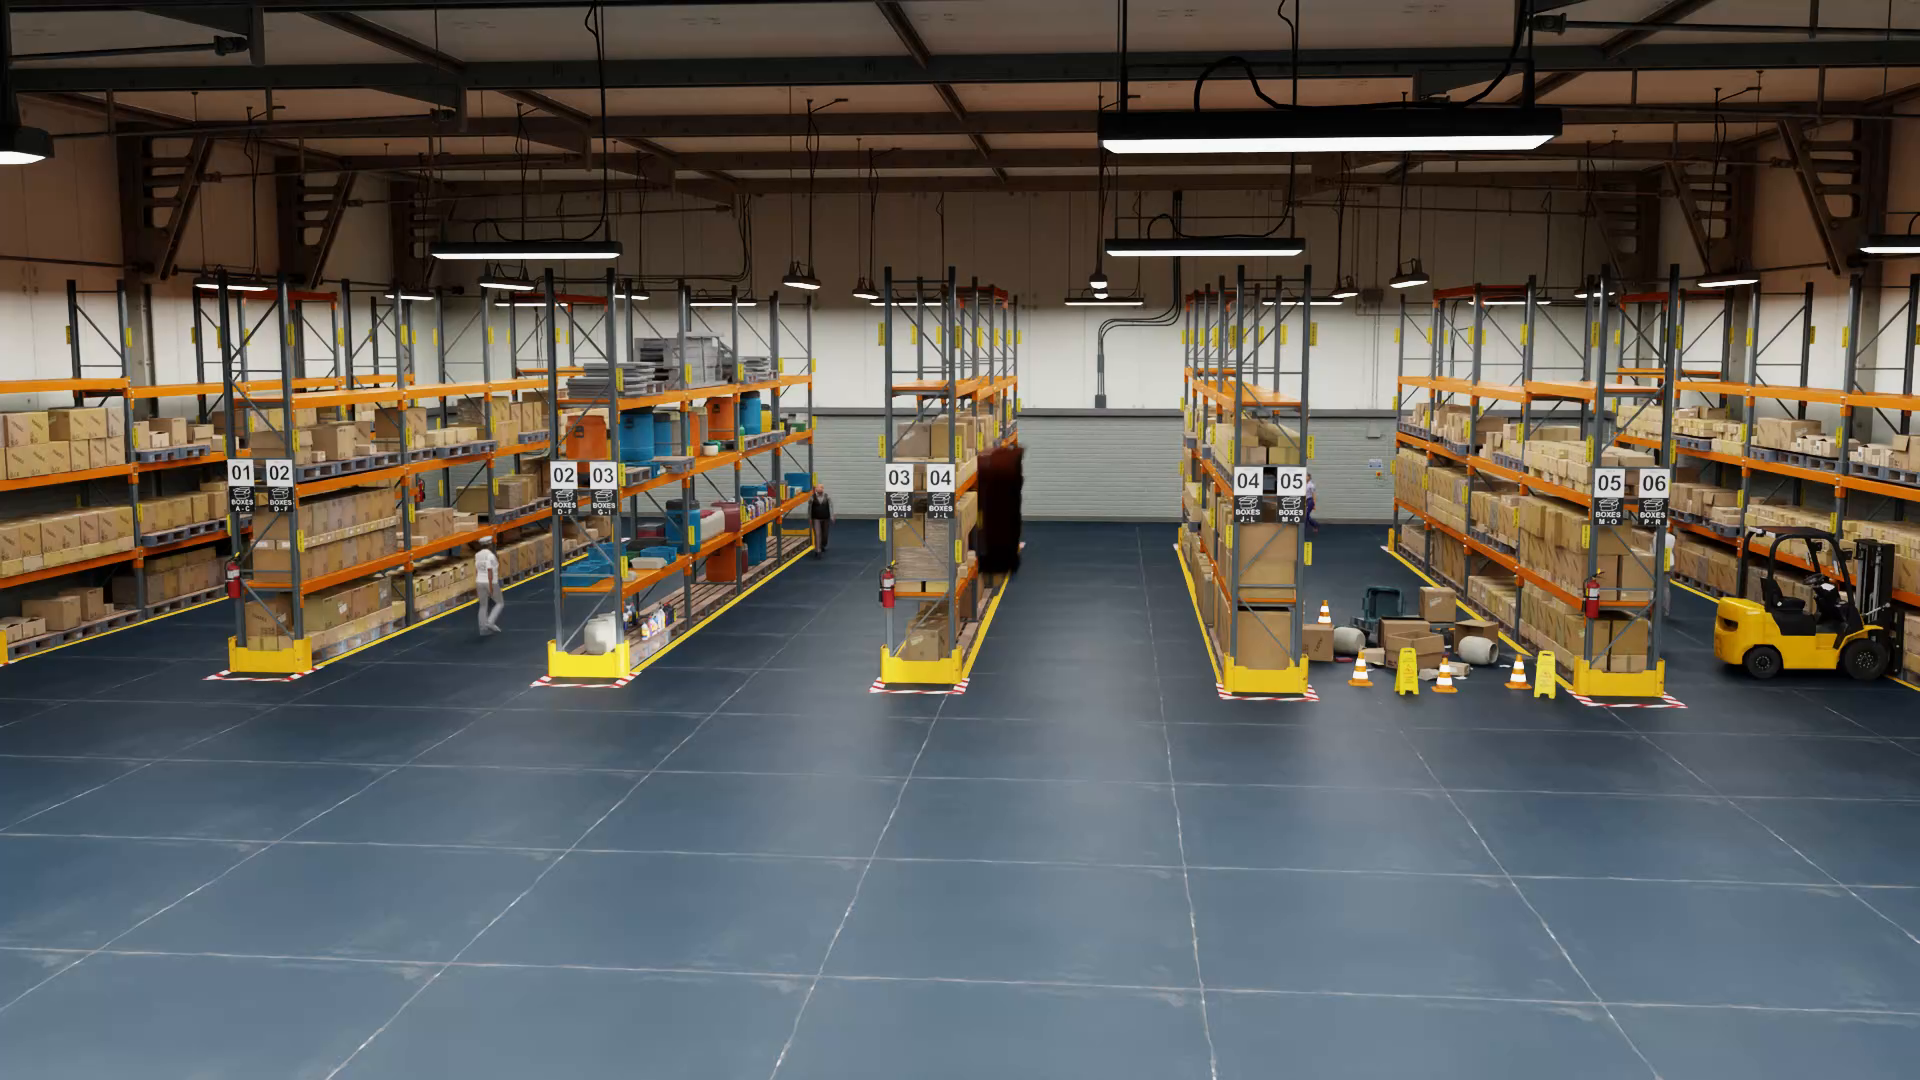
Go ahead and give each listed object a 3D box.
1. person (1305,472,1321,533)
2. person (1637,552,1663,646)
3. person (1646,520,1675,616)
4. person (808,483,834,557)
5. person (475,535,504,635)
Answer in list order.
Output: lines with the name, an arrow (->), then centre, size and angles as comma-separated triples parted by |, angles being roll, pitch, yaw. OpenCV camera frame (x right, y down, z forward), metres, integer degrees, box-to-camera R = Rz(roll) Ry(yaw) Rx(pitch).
person -> 8.819, -0.919, 42.058 | 0.877, 1.606, 0.465 | -3, 7, -22
person -> 11.243, 0.971, 27.028 | 0.464, 1.538, 0.675 | -1, 7, -7
person -> 12.669, 0.479, 30.022 | 0.552, 1.777, 0.462 | -2, 7, -19
person -> -3.186, -0.471, 38.120 | 0.580, 1.680, 1.031 | -1, 7, -10
person -> -7.971, 0.765, 28.058 | 0.498, 1.665, 0.456 | 2, 7, 17
